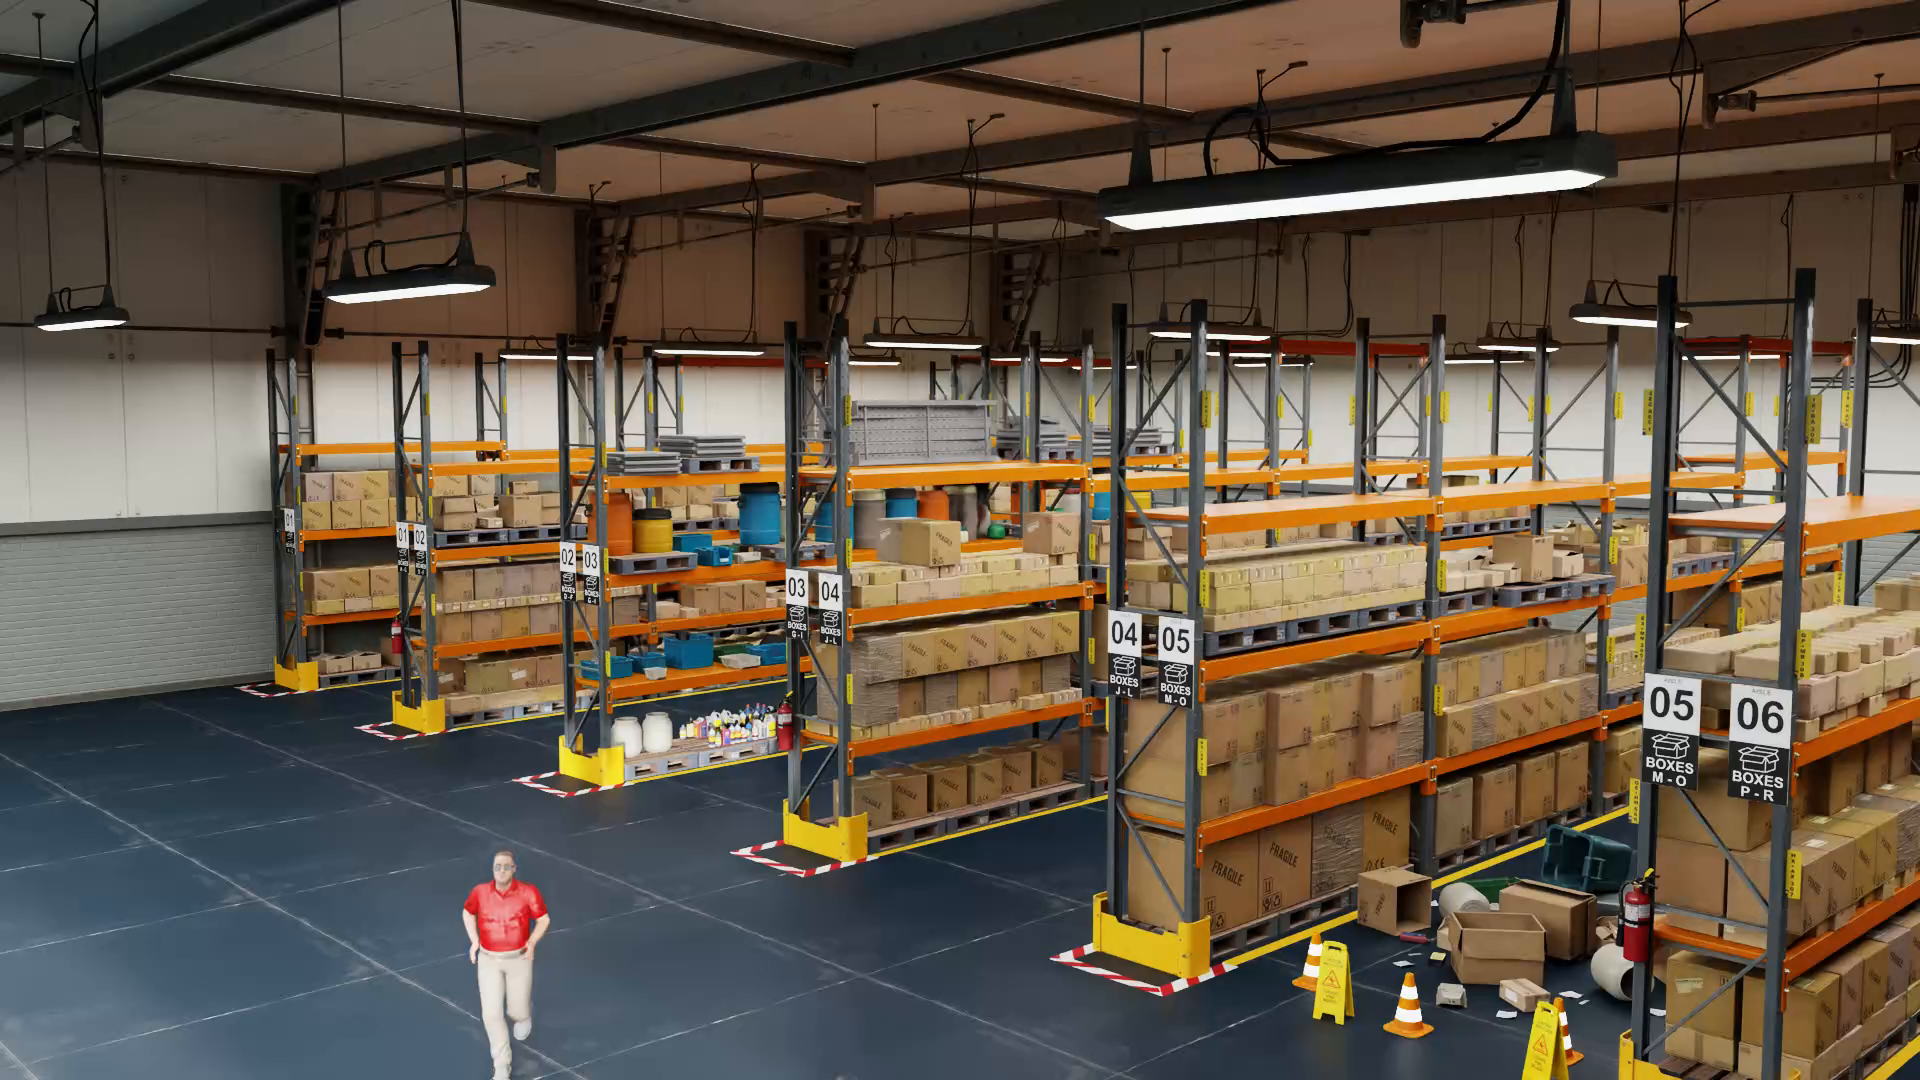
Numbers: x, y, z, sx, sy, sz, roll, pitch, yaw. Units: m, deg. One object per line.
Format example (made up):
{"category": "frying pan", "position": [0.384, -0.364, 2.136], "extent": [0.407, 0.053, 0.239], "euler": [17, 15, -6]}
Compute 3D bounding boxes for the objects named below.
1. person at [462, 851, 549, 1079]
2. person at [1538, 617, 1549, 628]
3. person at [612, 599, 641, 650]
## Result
{"category": "person", "position": [-3.485, 3.229, 12.757], "extent": [0.663, 1.721, 0.843], "euler": [-1, 5, -8]}
{"category": "person", "position": [9.416, 2.032, 26.913], "extent": [0.548, 1.600, 0.891], "euler": [4, 6, 40]}
{"category": "person", "position": [-6.088, 1.613, 30.461], "extent": [0.701, 1.764, 1.064], "euler": [4, 7, 41]}
